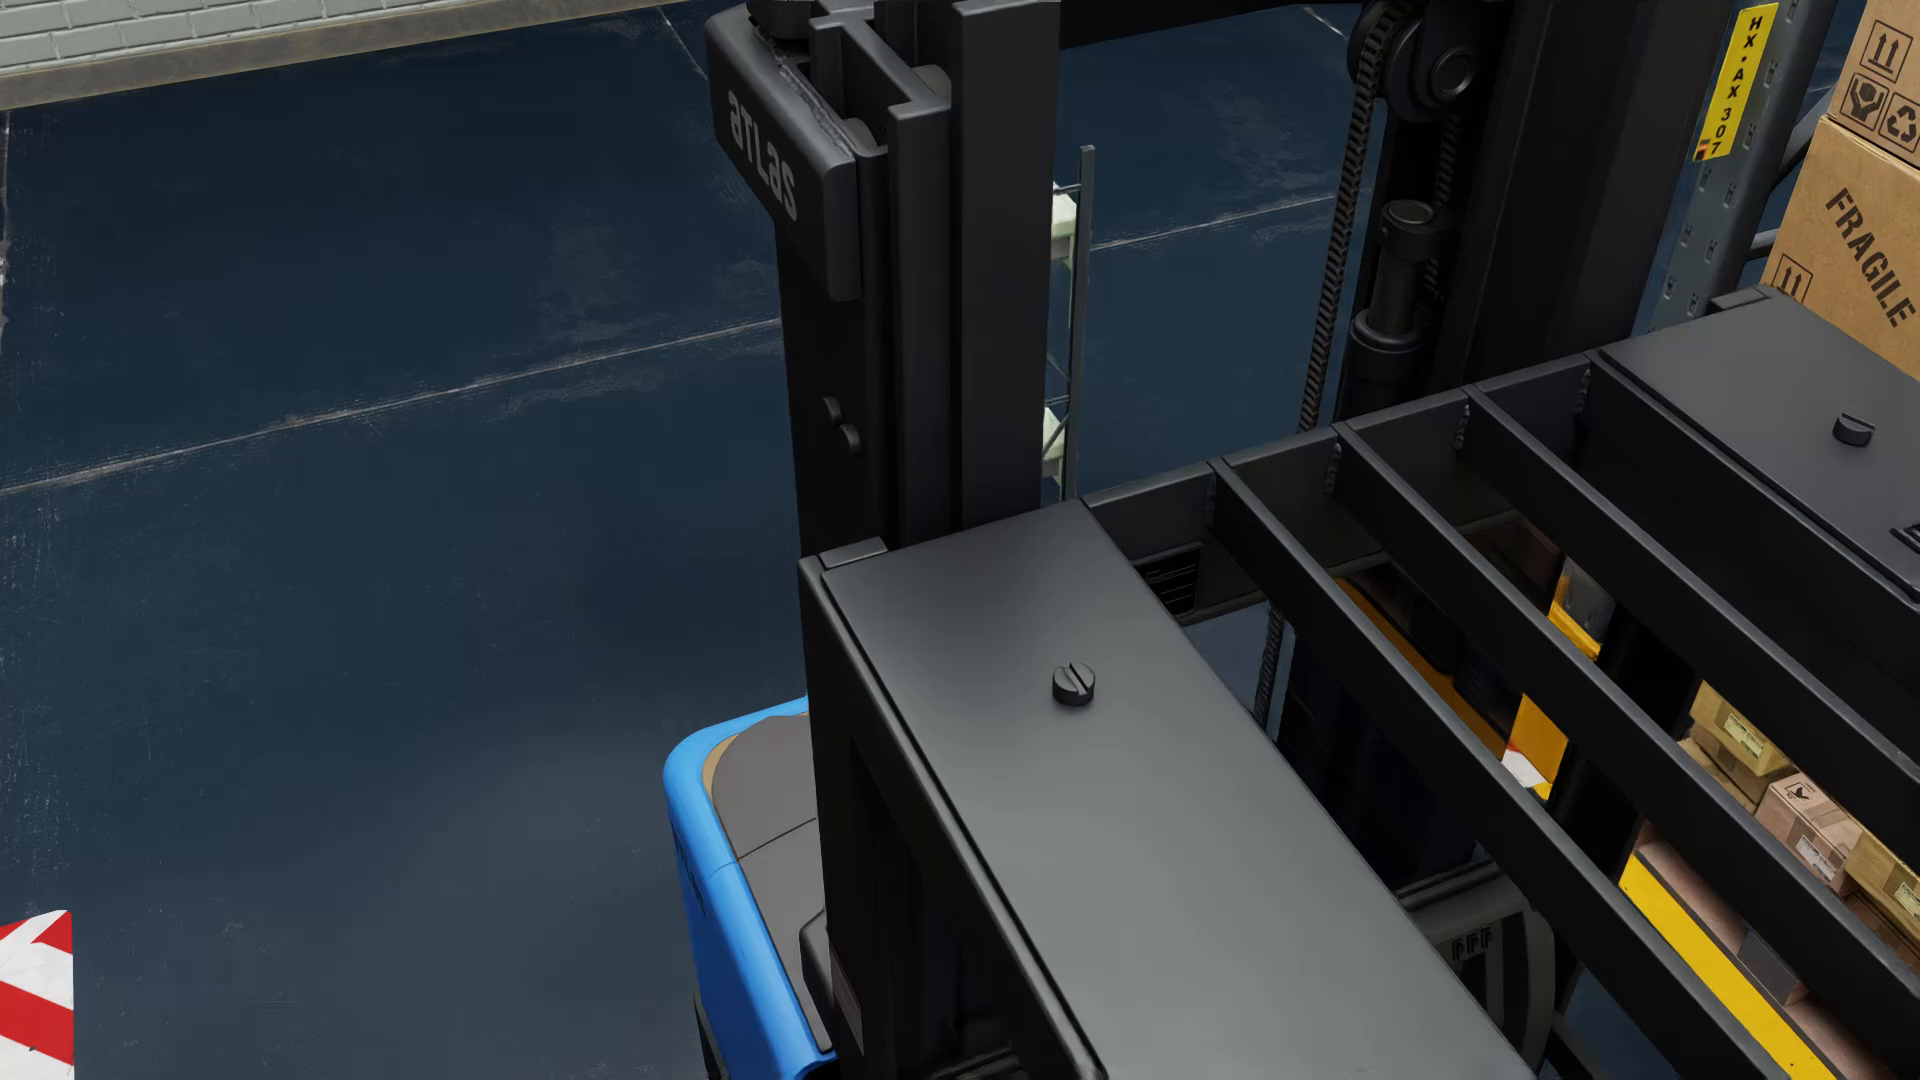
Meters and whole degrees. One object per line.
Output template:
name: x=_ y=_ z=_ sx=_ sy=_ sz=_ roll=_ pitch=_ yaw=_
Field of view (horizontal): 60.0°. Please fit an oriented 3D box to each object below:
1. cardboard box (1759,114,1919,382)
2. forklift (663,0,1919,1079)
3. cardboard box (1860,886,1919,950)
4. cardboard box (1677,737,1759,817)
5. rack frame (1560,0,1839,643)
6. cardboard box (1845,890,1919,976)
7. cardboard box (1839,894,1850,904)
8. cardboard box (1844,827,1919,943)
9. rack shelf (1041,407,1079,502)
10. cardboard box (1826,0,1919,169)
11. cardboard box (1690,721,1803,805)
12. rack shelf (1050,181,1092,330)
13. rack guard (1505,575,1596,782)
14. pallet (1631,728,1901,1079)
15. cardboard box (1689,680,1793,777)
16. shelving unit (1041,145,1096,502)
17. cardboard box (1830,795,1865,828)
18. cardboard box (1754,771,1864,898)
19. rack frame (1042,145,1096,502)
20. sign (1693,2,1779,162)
cardboard box: x=1.983 y=-0.538 z=3.270 sx=0.500 sy=0.500 sz=0.500 roll=-13 pitch=42 yaw=-15
forklift: x=0.480 y=0.833 z=2.033 sx=1.130 sy=2.935 sz=3.031 roll=-16 pitch=43 yaw=-18
cardboard box: x=2.258 y=0.766 z=3.695 sx=0.380 sy=0.149 sz=0.250 roll=-15 pitch=43 yaw=-16
cardboard box: x=1.972 y=0.590 z=4.127 sx=0.380 sy=0.149 sz=0.250 roll=-14 pitch=43 yaw=-16
rack frame: x=2.067 y=-0.727 z=3.795 sx=1.000 sy=3.000 sz=0.127 roll=-15 pitch=43 yaw=-17
cardboard box: x=2.249 y=0.875 z=3.796 sx=0.380 sy=0.149 sz=0.250 roll=-15 pitch=43 yaw=-16
cardboard box: x=2.147 y=0.728 z=3.968 sx=0.380 sy=0.149 sz=0.250 roll=-15 pitch=43 yaw=-17
cardboard box: x=2.148 y=0.689 z=3.556 sx=0.380 sy=0.149 sz=0.250 roll=-15 pitch=43 yaw=-17
rack shelf: x=0.003 y=-0.317 z=4.969 sx=0.431 sy=0.370 sz=0.720 roll=-15 pitch=43 yaw=-17
cardboard box: x=1.993 y=-0.920 z=2.948 sx=0.500 sy=0.500 sz=0.500 roll=-15 pitch=43 yaw=-17
cardboard box: x=2.030 y=0.462 z=4.049 sx=0.380 sy=0.149 sz=0.250 roll=-13 pitch=42 yaw=-15
rack shelf: x=0.003 y=-0.861 z=4.502 sx=0.431 sy=0.370 sz=0.720 roll=-15 pitch=43 yaw=-17
rack guard: x=2.096 y=0.267 z=4.556 sx=1.175 sy=0.500 sz=0.348 roll=-15 pitch=43 yaw=-17
pallet: x=2.374 y=0.874 z=4.071 sx=1.003 sy=0.211 sz=1.213 roll=-15 pitch=43 yaw=-17
cardboard box: x=1.953 y=0.370 z=3.928 sx=0.380 sy=0.149 sz=0.250 roll=-17 pitch=44 yaw=-19
shelving unit: x=0.003 y=-0.565 z=4.756 sx=0.431 sy=1.500 sz=0.755 roll=-15 pitch=43 yaw=-17
cardboard box: x=2.170 y=0.506 z=3.769 sx=0.380 sy=0.149 sz=0.250 roll=-14 pitch=43 yaw=-16
cardboard box: x=2.083 y=0.641 z=3.841 sx=0.380 sy=0.149 sz=0.250 roll=-15 pitch=43 yaw=-17
rack frame: x=0.143 y=-0.344 z=4.500 sx=0.400 sy=1.500 sz=0.023 roll=-15 pitch=43 yaw=-17
sign: x=1.566 y=-0.920 z=3.355 sx=0.100 sy=0.325 sz=0.005 roll=-15 pitch=43 yaw=-17
